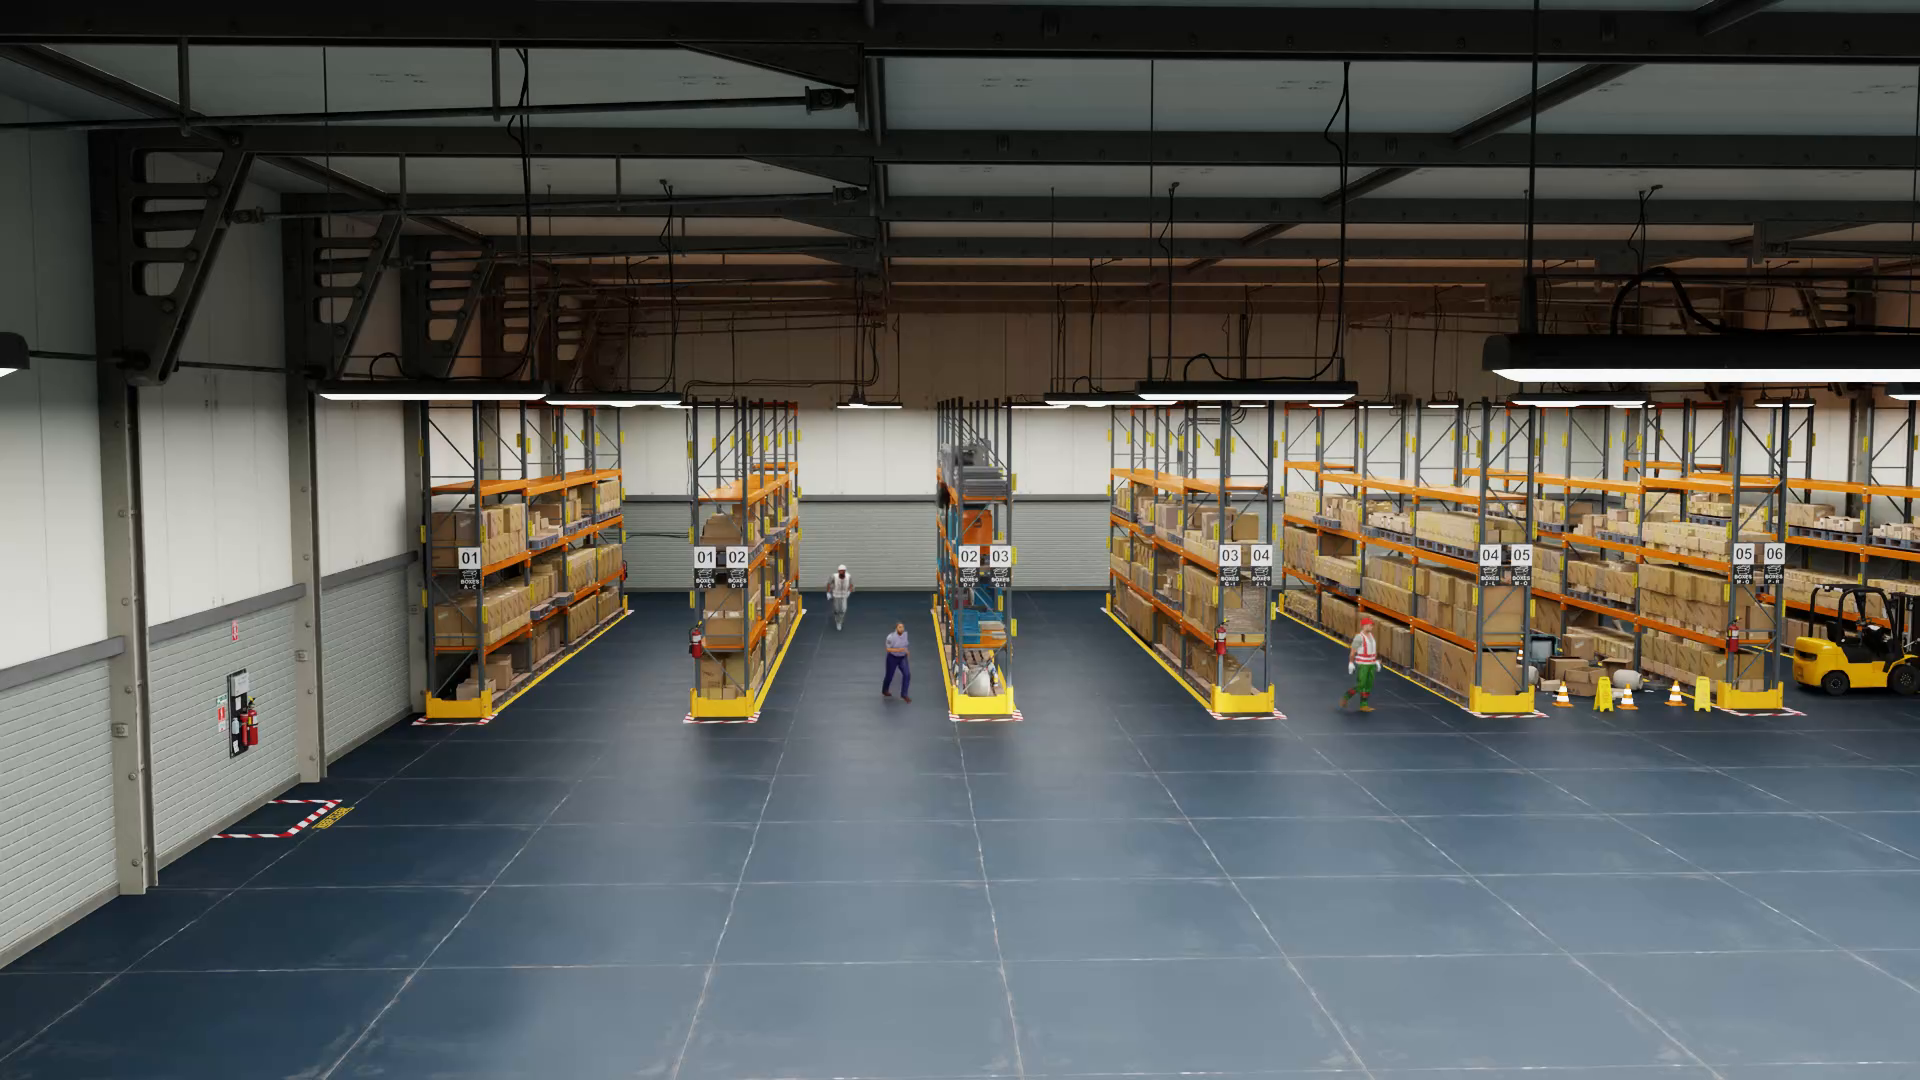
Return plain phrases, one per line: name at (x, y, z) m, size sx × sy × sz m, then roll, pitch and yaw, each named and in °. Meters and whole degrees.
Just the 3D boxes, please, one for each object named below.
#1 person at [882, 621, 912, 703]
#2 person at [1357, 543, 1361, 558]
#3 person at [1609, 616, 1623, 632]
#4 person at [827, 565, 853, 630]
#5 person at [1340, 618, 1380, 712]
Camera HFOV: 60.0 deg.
person at (-1.248, 2.393, 32.852) m, size 0.609 × 1.628 × 0.948 m, roll -2°, pitch 5°, yaw -27°
person at (11.927, 0.957, 49.856) m, size 1.047 × 1.761 × 0.709 m, roll -1°, pitch 5°, yaw -18°
person at (16.477, 1.665, 41.831) m, size 0.605 × 1.756 × 0.836 m, roll -1°, pitch 5°, yaw -15°
person at (-3.151, 1.493, 43.760) m, size 0.681 × 1.709 × 0.699 m, roll -1°, pitch 5°, yaw -19°
person at (7.632, 2.376, 31.764) m, size 0.706 × 1.782 × 0.579 m, roll -4°, pitch 6°, yaw -42°
